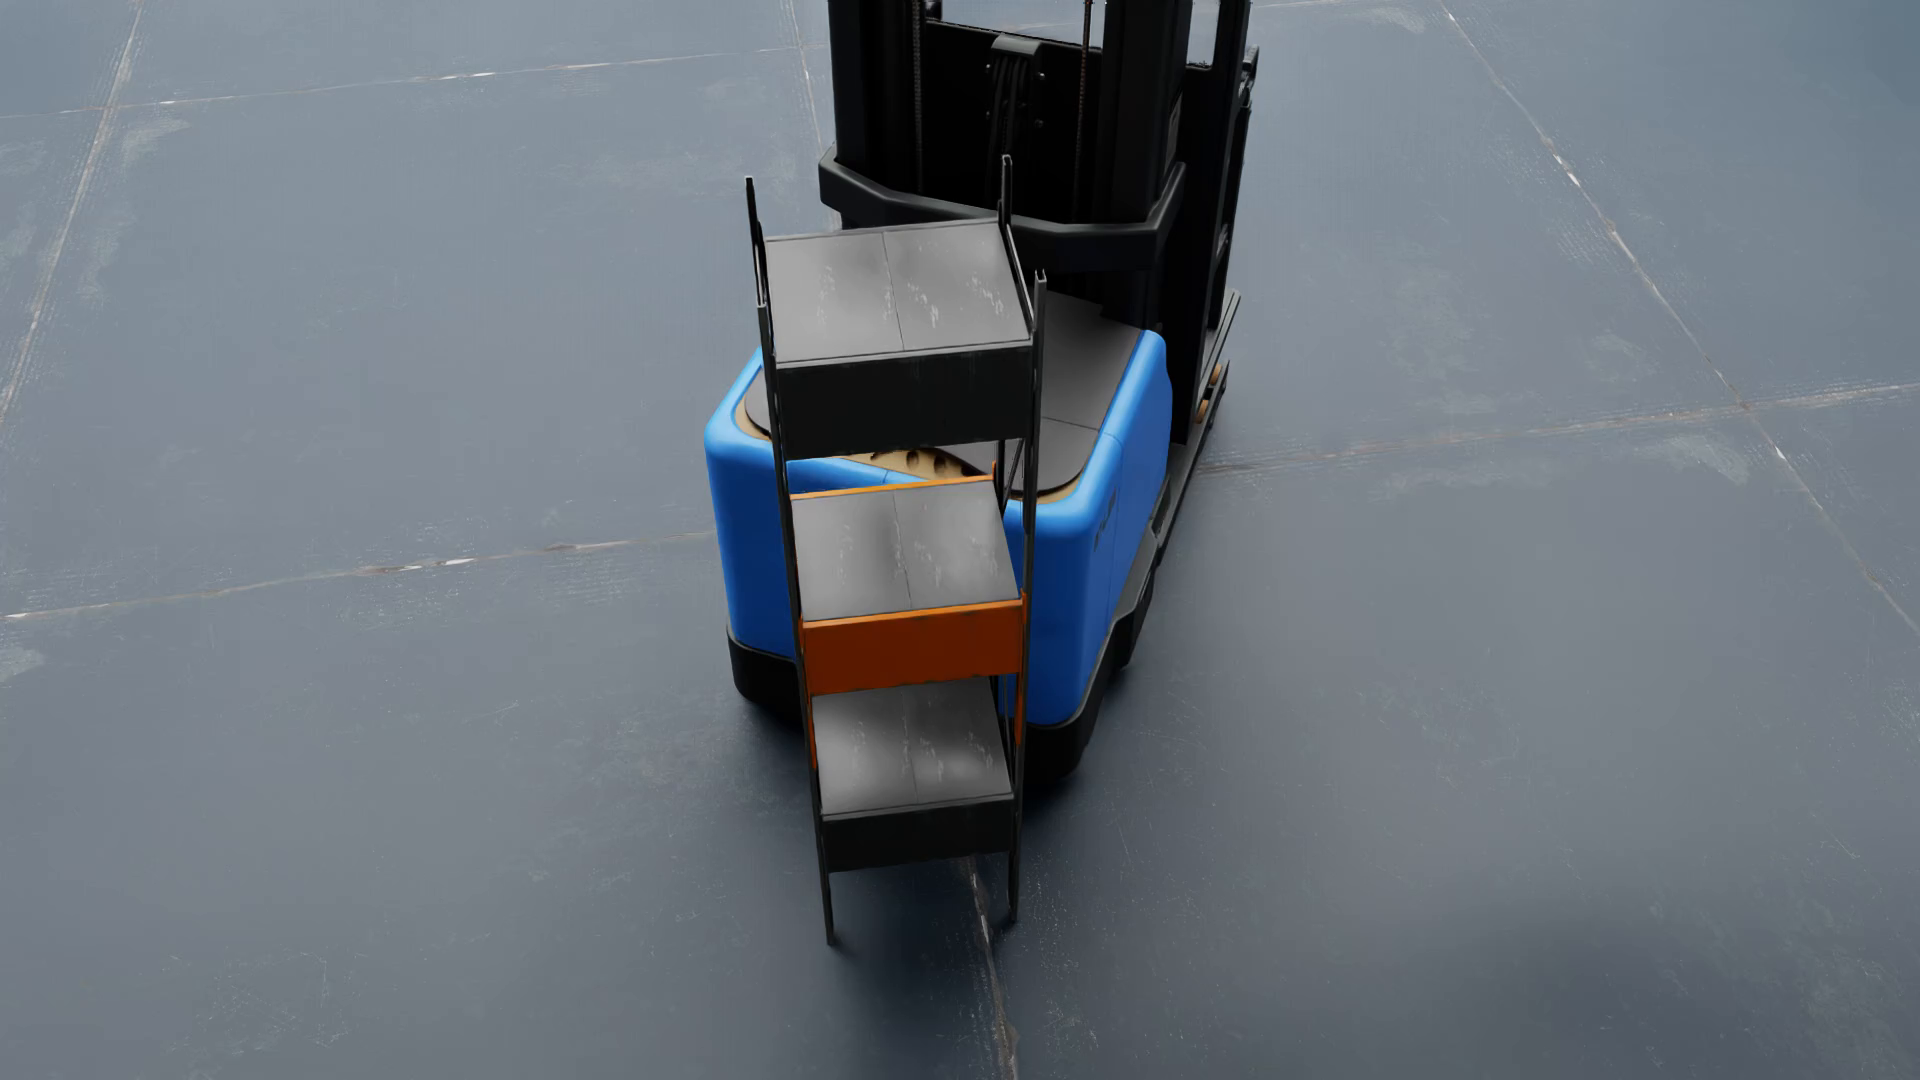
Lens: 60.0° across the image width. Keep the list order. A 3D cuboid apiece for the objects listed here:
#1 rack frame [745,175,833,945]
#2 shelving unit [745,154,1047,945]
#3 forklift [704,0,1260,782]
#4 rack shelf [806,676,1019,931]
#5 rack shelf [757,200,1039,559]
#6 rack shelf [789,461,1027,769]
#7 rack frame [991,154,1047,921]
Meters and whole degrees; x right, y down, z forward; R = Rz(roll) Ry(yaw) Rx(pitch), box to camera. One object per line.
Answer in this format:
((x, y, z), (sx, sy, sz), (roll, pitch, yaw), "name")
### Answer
((-0.368, 0.188, 3.734), (0.015, 2.100, 0.400), (-6, 46, -6), "rack frame")
((-0.126, 0.163, 3.758), (0.503, 2.100, 0.431), (-6, 46, -6), "shelving unit")
((0.298, -1.427, 4.713), (1.130, 2.935, 3.031), (14, 48, 13), "forklift")
((-0.126, 0.658, 4.272), (0.480, 0.518, 0.431), (-6, 46, -6), "rack shelf")
((-0.126, -0.313, 3.264), (0.480, 0.518, 0.431), (-6, 46, -6), "rack shelf")
((-0.126, 0.172, 3.768), (0.480, 0.518, 0.431), (-6, 46, -6), "rack shelf")
((0.115, 0.138, 3.783), (0.015, 2.100, 0.400), (-6, 46, -6), "rack frame")
